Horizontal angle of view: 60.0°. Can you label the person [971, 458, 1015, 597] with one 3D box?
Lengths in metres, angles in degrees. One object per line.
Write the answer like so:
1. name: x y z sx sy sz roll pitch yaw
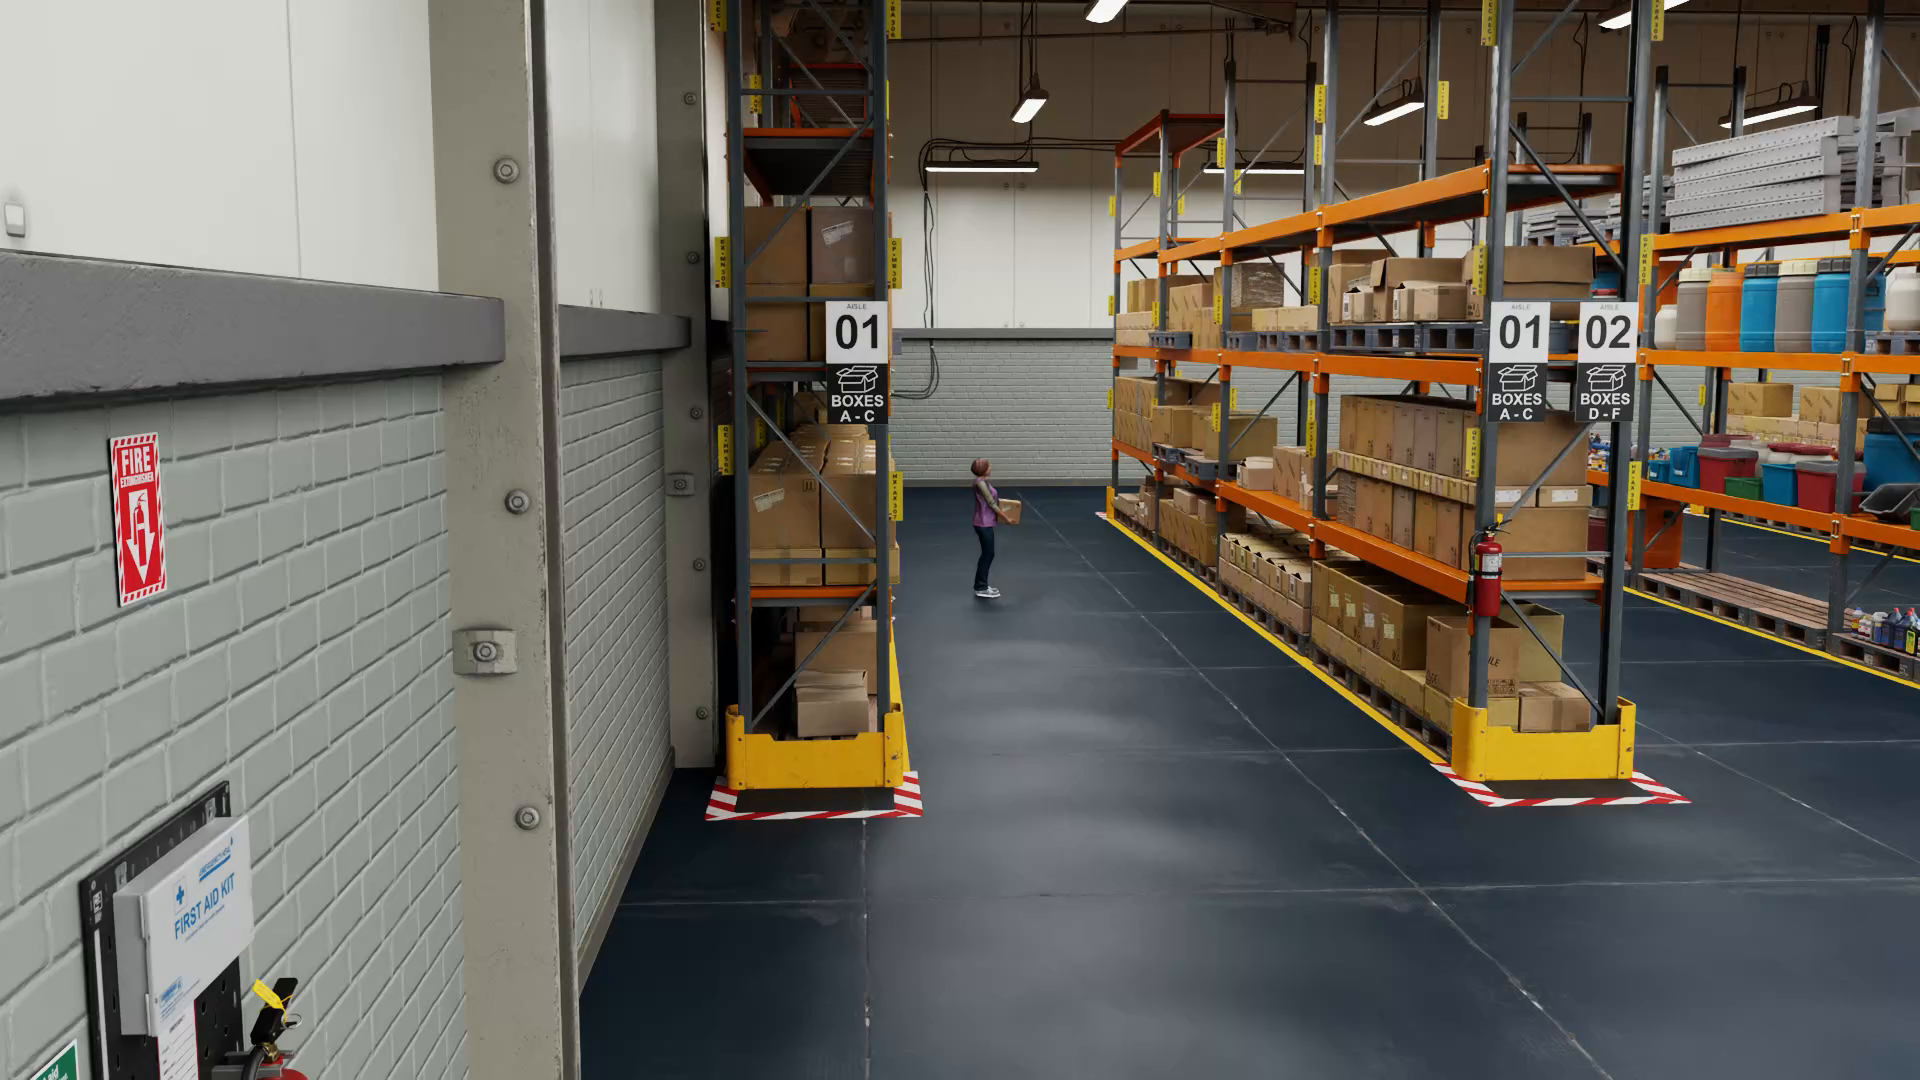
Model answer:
1. person: 0.373 -0.151 19.037 0.500 1.589 0.405 0 7 -3
